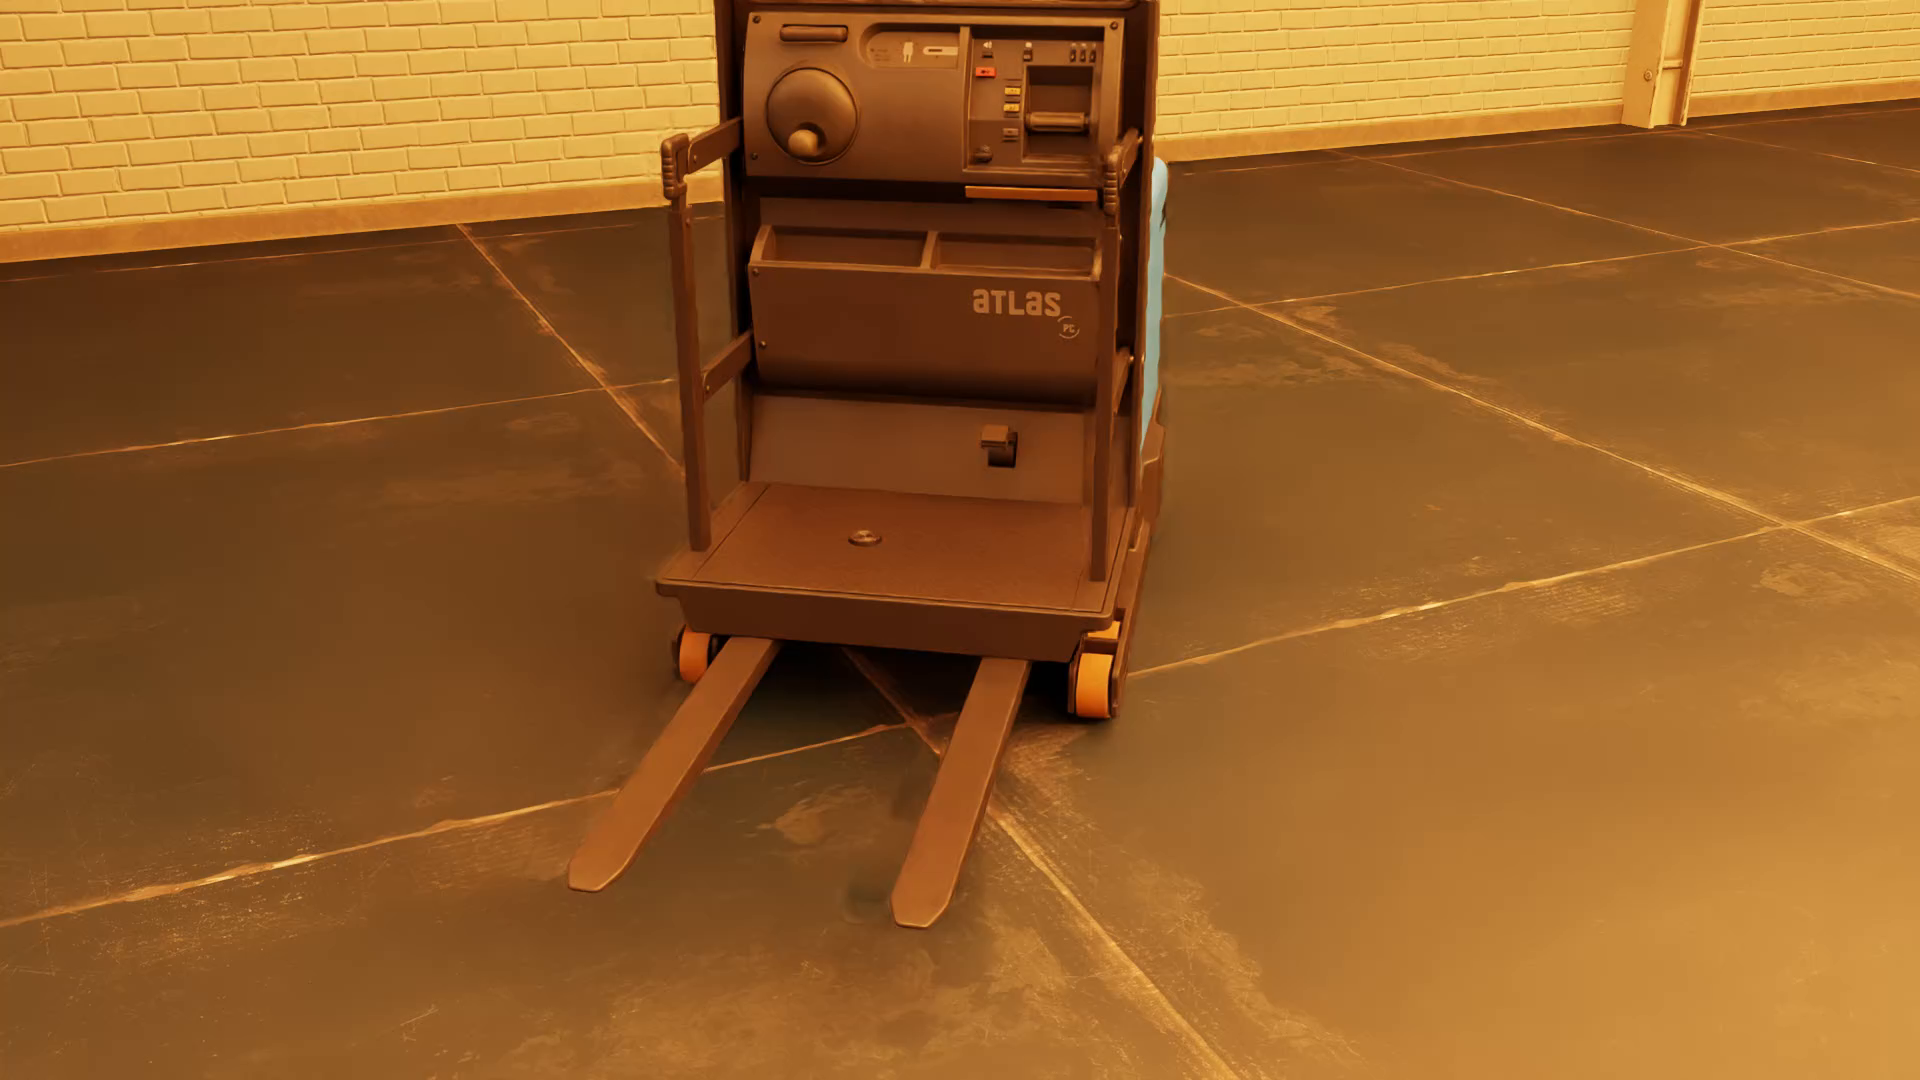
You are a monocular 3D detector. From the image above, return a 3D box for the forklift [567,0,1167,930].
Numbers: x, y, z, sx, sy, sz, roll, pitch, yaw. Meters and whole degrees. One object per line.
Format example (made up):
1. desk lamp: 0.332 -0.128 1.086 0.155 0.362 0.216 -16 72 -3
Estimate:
1. forklift: -0.108 -1.066 3.852 1.130 2.935 3.031 4 23 10
